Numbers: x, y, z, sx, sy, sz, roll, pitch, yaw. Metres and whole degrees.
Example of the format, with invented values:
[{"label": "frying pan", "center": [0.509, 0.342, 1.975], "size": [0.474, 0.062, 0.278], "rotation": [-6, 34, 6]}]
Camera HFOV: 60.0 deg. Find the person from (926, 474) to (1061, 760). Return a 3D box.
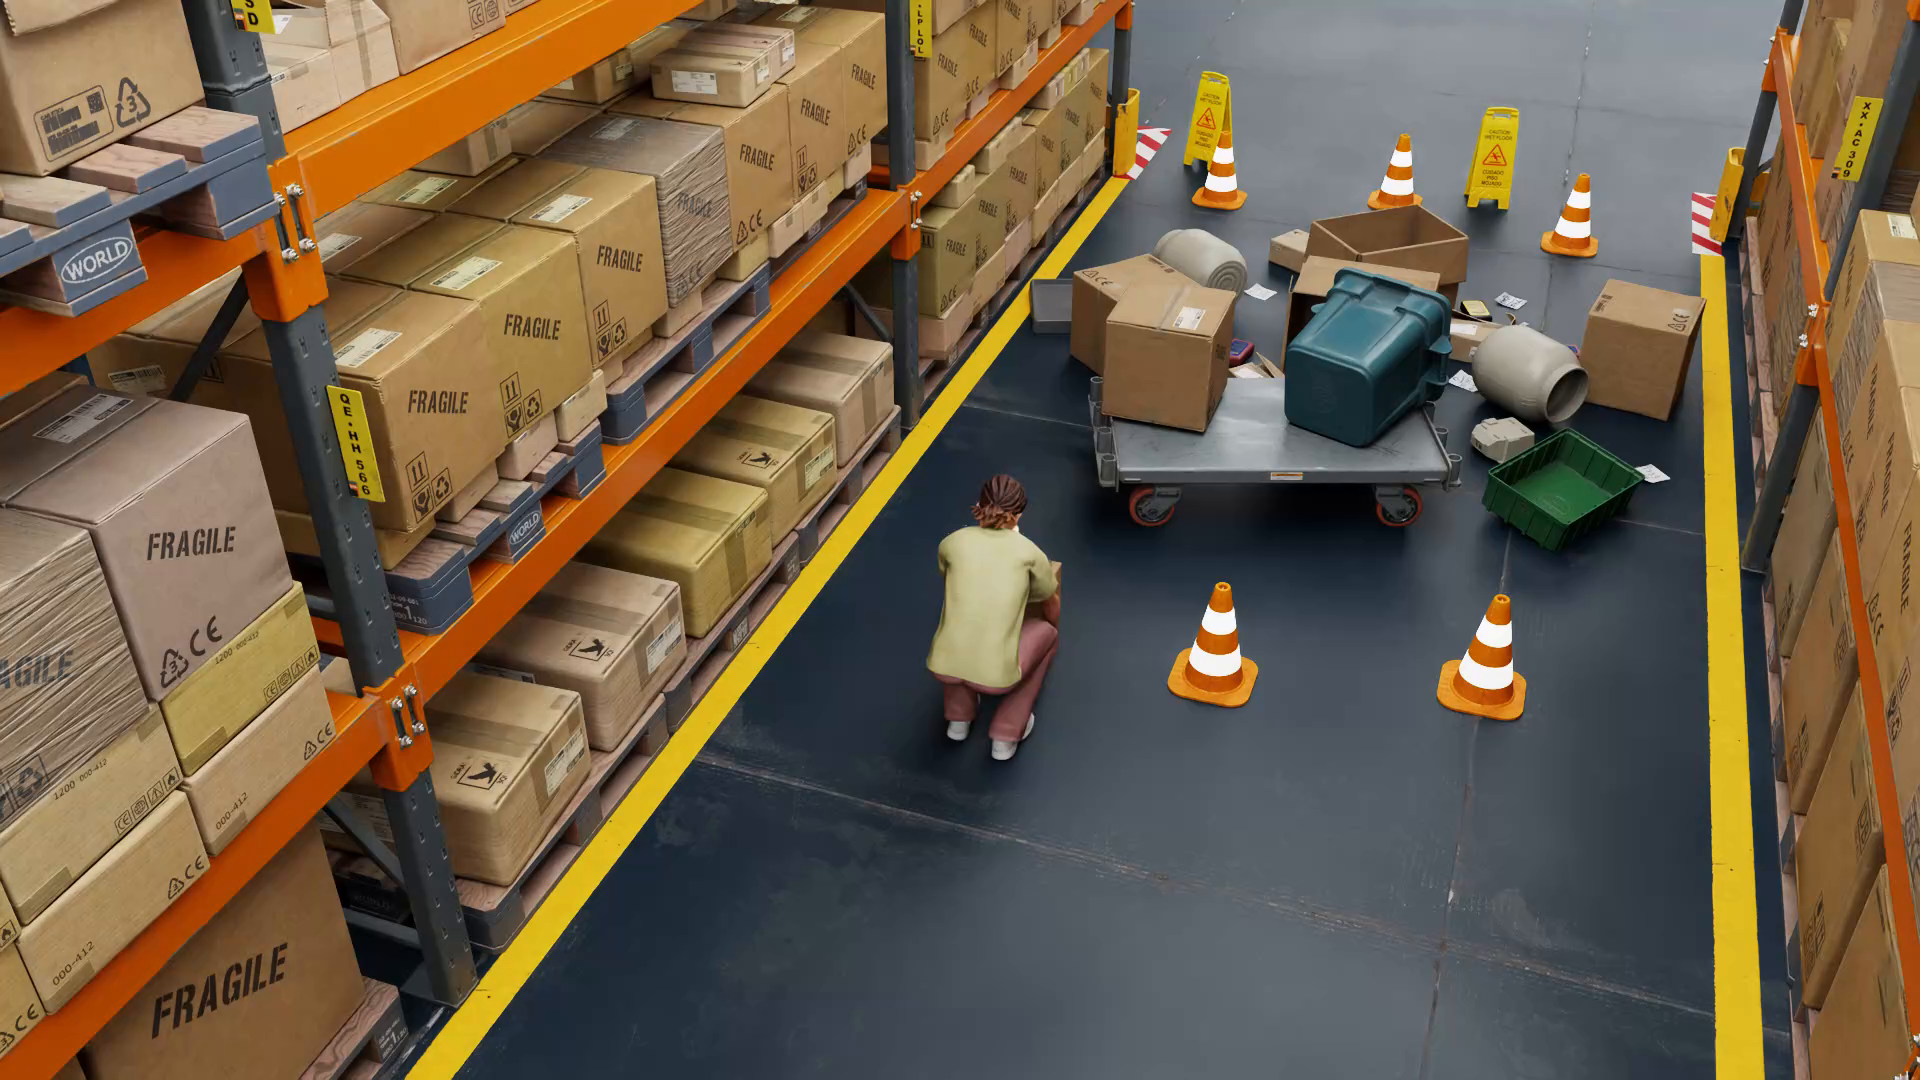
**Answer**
[{"label": "person", "center": [0.113, 0.295, 6.364], "size": [0.493, 0.943, 0.801], "rotation": [11, 35, 16]}]
